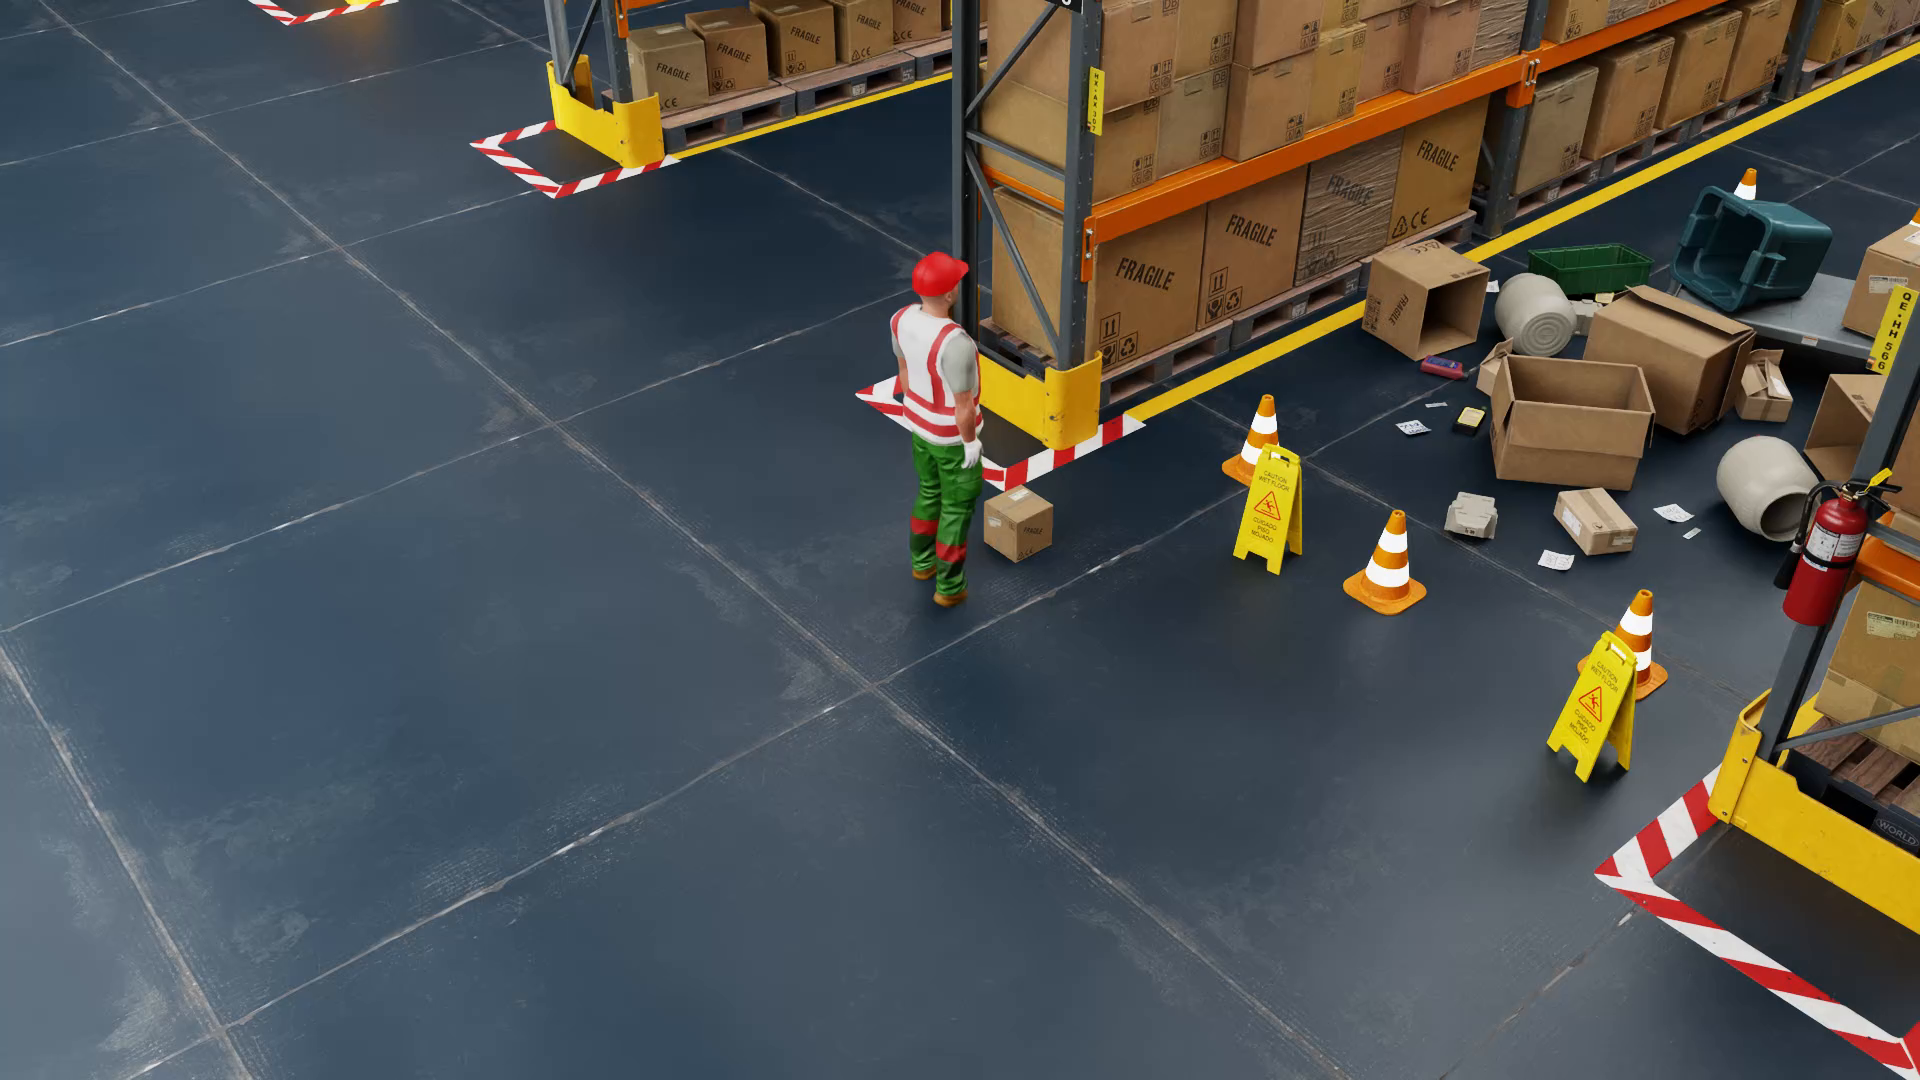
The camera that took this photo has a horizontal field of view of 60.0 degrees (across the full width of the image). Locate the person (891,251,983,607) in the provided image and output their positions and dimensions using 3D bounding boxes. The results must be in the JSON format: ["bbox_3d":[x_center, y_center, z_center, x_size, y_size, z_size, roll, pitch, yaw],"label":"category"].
[{"bbox_3d":[-0.077,-0.513,7.825,0.356,1.844,0.525,-25,43,-31],"label":"person"}]
